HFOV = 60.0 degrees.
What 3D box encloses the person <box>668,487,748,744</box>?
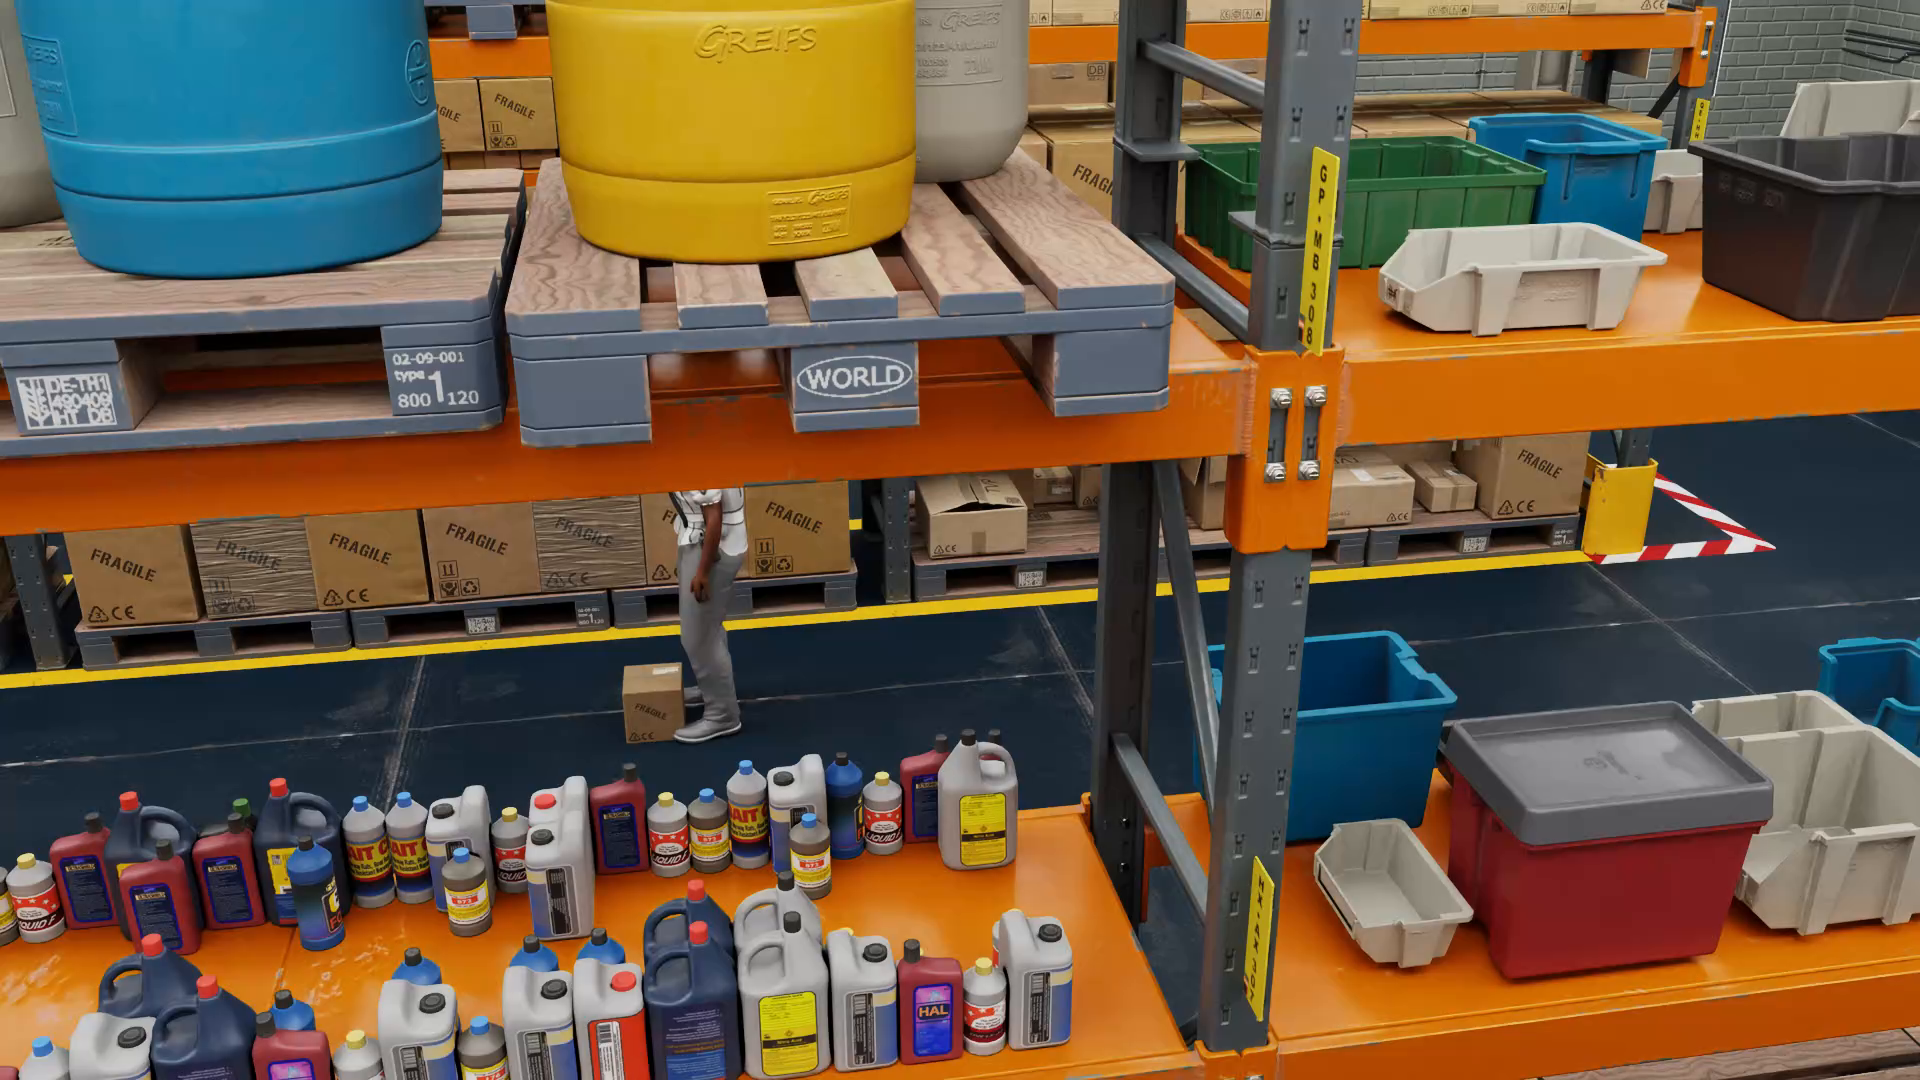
[{"bbox_3d":[-1.098,0.041,7.004,0.398,1.660,0.530,-6,24,-13],"label":"person"}]
